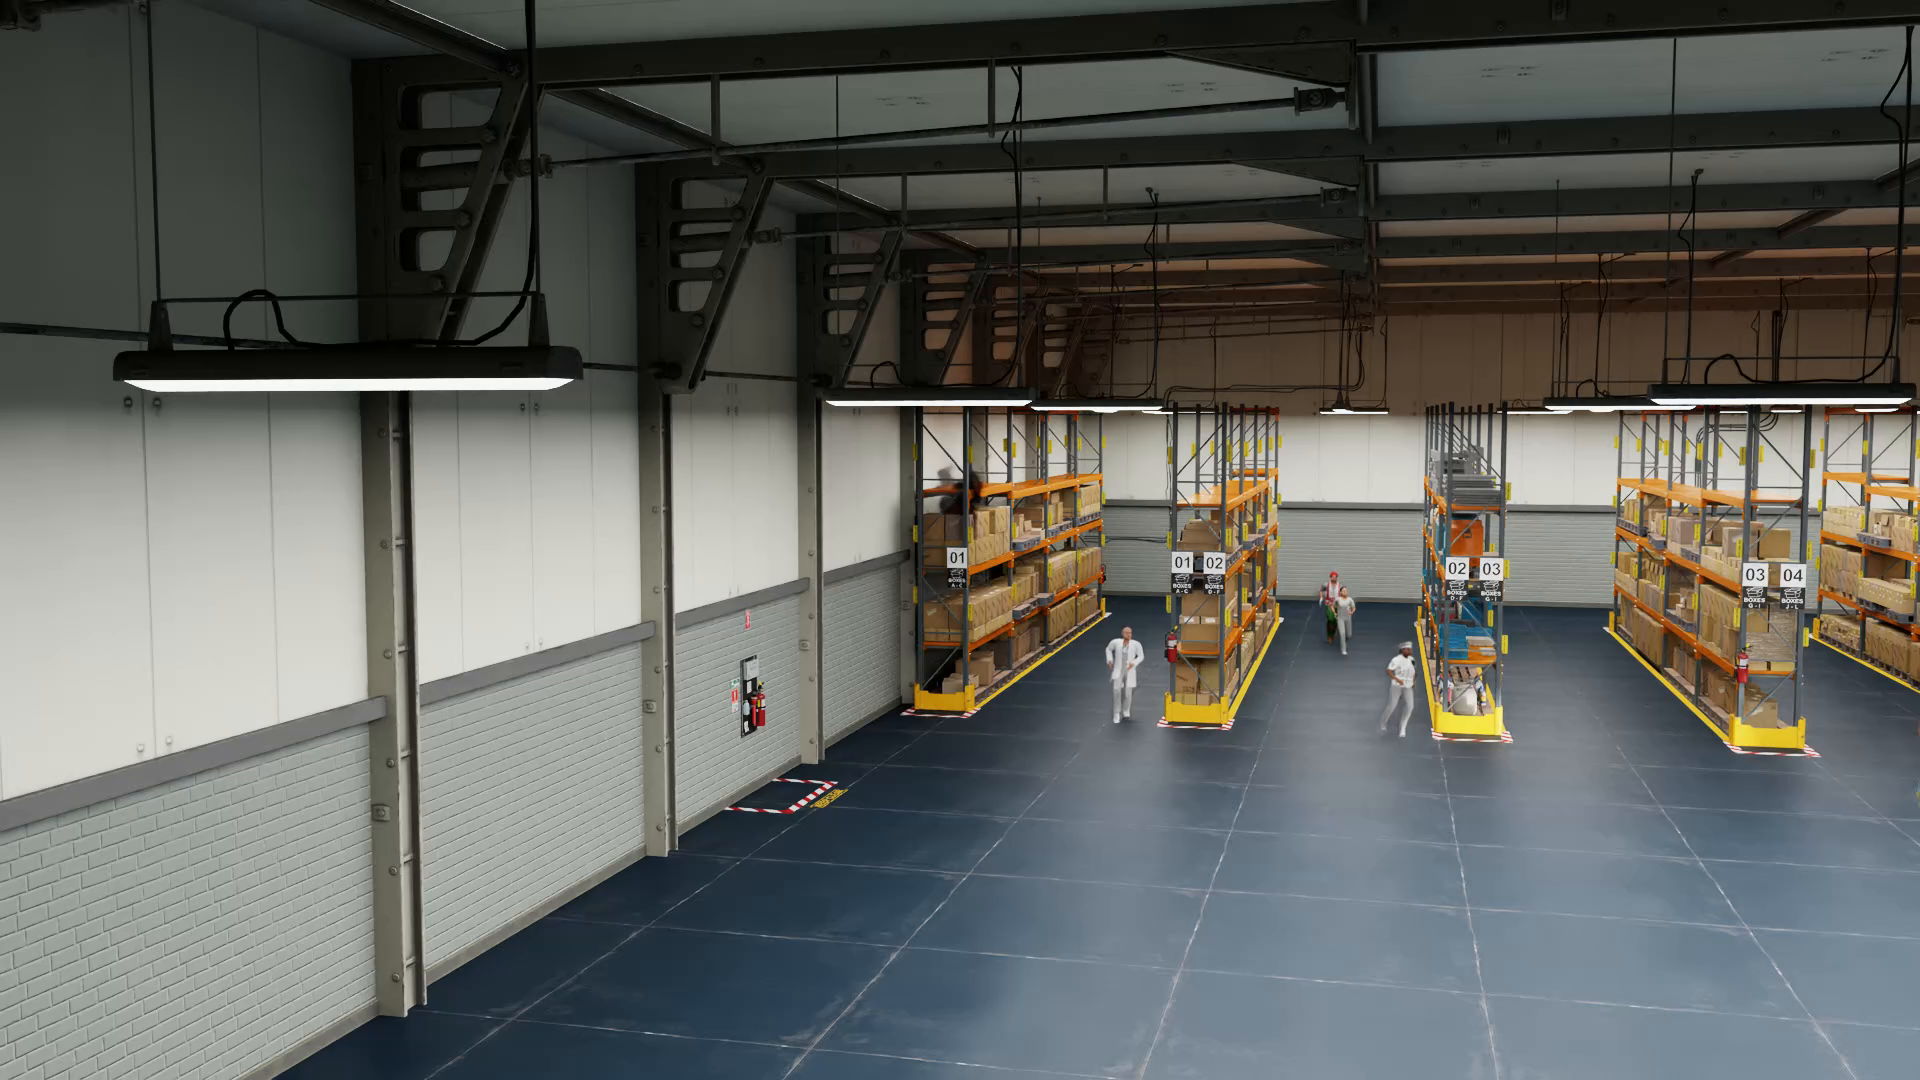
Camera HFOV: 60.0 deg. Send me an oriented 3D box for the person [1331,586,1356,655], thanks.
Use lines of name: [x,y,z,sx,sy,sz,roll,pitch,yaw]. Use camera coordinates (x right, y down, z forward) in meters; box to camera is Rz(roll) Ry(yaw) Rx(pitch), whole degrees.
person: [9.275,1.933,40.234,0.575,1.635,0.802,0,4,3]

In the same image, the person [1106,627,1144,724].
person: [3.110,2.537,31.370,0.714,1.818,0.749,0,4,5]

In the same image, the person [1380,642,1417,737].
person: [7.995,2.680,30.096,0.660,1.714,0.686,-1,4,-11]

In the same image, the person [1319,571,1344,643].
person: [9.486,1.709,42.305,0.639,1.826,0.747,0,4,1]
